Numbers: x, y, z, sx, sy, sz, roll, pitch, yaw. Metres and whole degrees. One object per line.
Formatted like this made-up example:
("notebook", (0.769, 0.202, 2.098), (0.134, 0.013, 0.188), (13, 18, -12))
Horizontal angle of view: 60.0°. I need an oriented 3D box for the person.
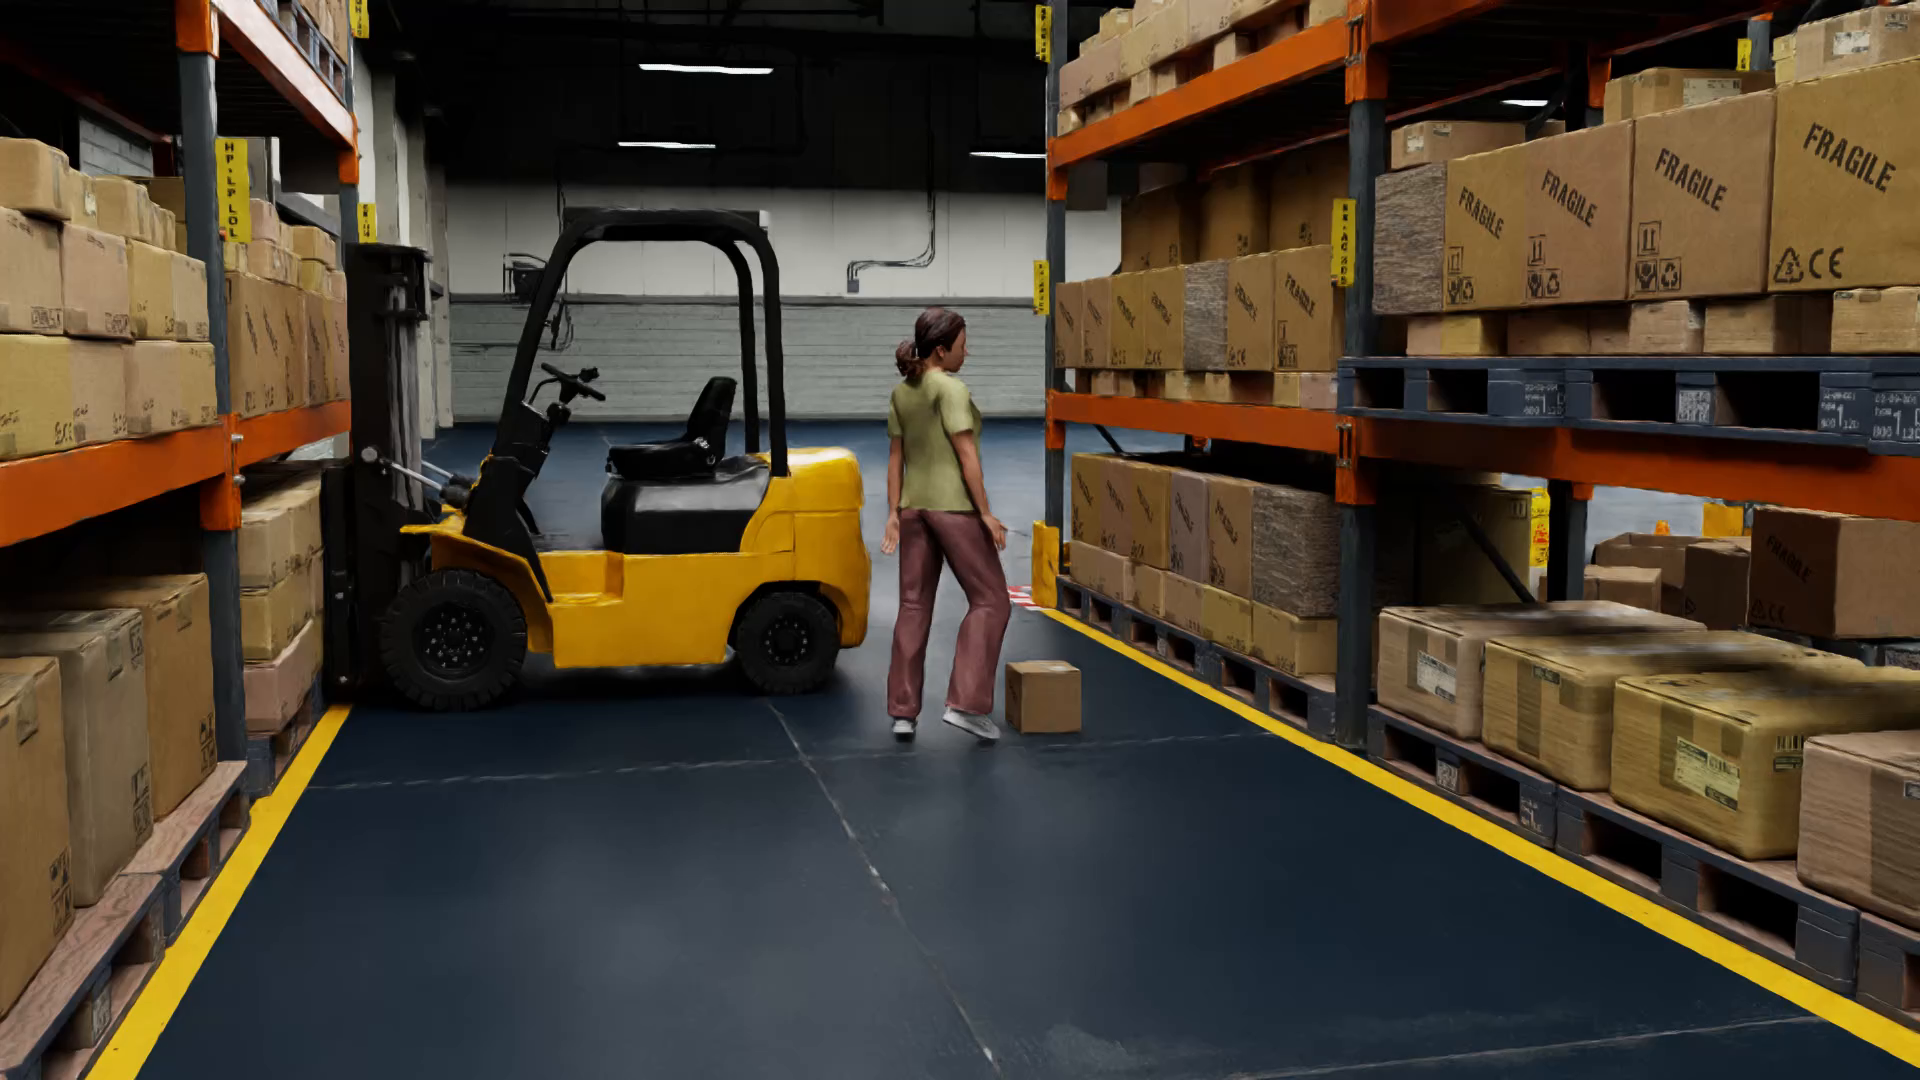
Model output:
("person", (-0.067, -0.057, 6.486), (0.562, 1.694, 0.378), (6, 9, 43))
